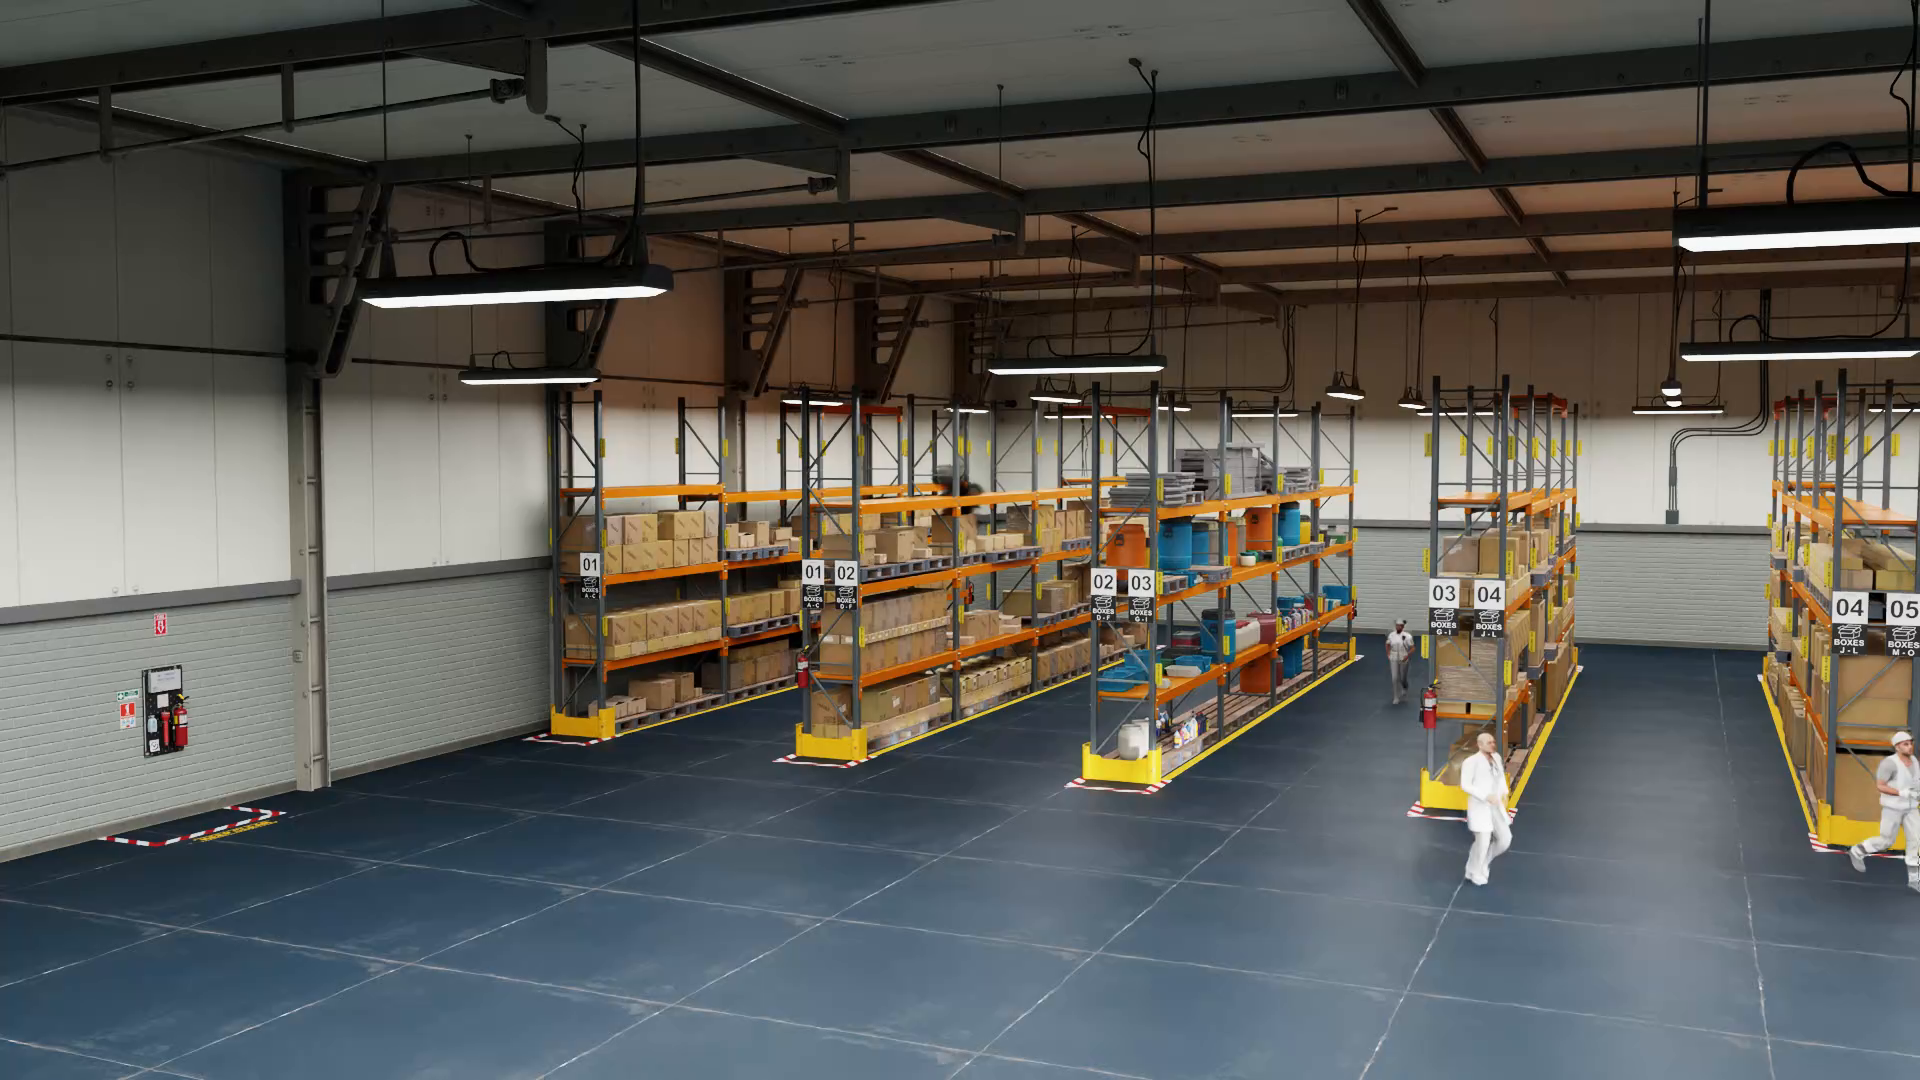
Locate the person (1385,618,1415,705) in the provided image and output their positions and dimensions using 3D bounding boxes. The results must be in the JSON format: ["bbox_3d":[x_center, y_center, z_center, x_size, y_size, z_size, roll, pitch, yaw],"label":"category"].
[{"bbox_3d":[8.660,2.364,32.751,0.590,1.683,0.743,1,3,24],"label":"person"}]

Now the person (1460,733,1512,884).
[{"bbox_3d":[6.058,3.118,19.024,0.750,1.655,0.642,-1,3,-25],"label":"person"}]

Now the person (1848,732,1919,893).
[{"bbox_3d":[10.670,3.061,18.951,0.669,1.790,0.988,-1,3,-17],"label":"person"}]
